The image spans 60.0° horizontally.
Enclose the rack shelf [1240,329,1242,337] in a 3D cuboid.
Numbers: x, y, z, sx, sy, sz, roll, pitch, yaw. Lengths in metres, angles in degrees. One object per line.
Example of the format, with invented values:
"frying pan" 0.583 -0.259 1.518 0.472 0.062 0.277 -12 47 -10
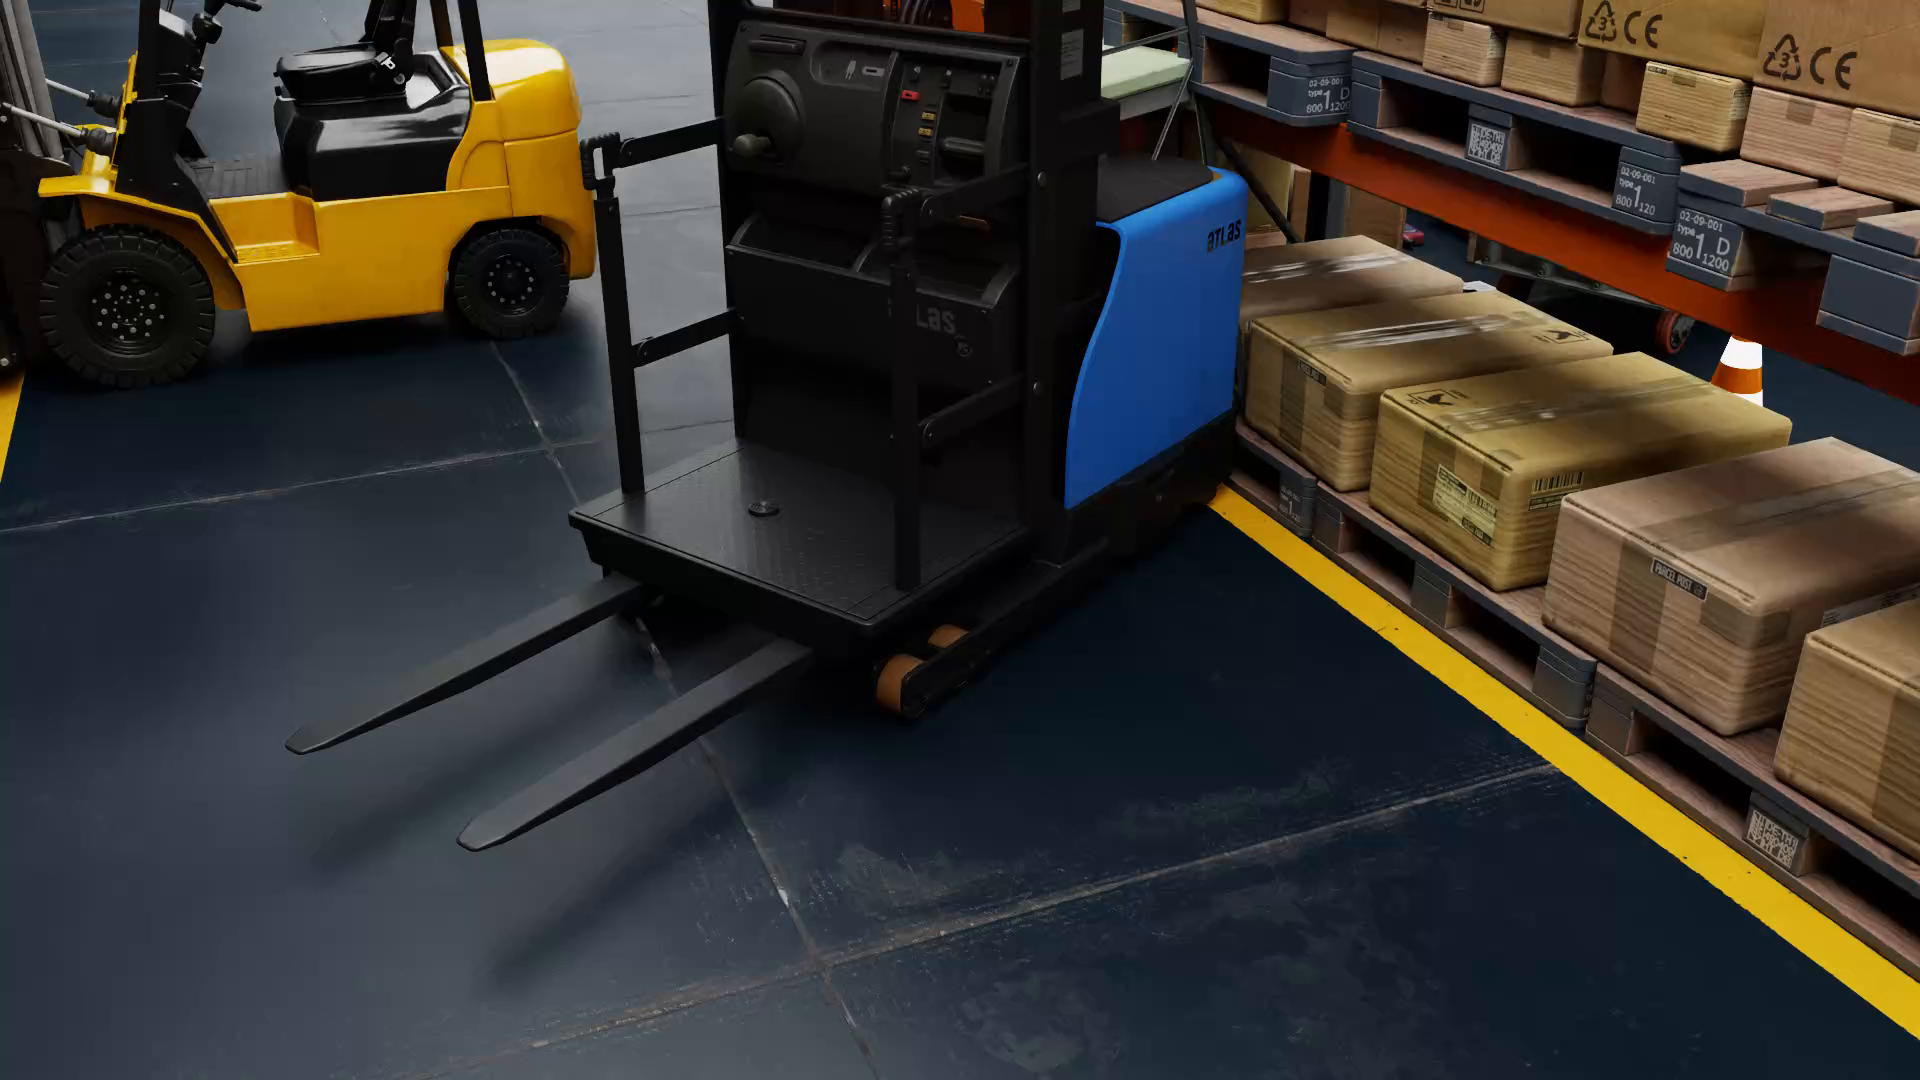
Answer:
"rack shelf" 0.604 -0.768 5.740 0.431 0.370 0.720 -20 27 -14

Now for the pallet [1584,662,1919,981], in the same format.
"pallet" 2.263 0.559 3.864 1.003 0.211 1.213 -11 28 -21

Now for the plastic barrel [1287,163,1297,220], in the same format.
"plastic barrel" 1.637 -1.876 8.610 0.512 0.421 0.421 8 27 15

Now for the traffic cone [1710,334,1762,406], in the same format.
"traffic cone" 2.775 -0.593 5.937 0.336 0.463 0.334 -11 28 -21

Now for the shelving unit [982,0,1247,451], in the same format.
"shelving unit" 0.539 -1.055 5.599 0.431 1.500 0.755 -20 27 -14

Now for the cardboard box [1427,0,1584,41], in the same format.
"cardboard box" 1.510 -1.512 3.996 0.500 0.500 0.500 -12 28 -23

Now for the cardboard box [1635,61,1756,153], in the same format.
"cardboard box" 1.700 -0.947 3.579 0.380 0.149 0.250 -10 28 -20

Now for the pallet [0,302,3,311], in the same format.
"pallet" -4.319 -0.707 6.457 1.003 0.211 1.213 -11 28 -21

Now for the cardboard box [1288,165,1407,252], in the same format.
"cardboard box" 1.834 -1.537 7.825 0.500 0.500 0.500 8 27 15

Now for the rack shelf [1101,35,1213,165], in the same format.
"rack shelf" 0.460 -1.397 5.430 0.431 0.370 0.720 -20 27 -14

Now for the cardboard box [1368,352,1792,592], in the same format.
"cardboard box" 1.768 -0.219 4.797 0.950 0.372 0.625 -10 28 -19

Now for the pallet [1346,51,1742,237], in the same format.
"pallet" 1.755 -1.084 4.270 1.003 0.211 1.213 -11 28 -21

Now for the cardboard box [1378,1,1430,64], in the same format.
"cardboard box" 1.356 -1.376 4.458 0.380 0.149 0.250 -10 28 -20

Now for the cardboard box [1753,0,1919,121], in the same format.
"cardboard box" 1.922 -1.088 3.128 0.500 0.500 0.500 -11 28 -21

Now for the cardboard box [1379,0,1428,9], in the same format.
"cardboard box" 1.299 -1.718 4.417 0.500 0.500 0.500 -11 28 -21

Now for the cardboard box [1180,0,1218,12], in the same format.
"cardboard box" 0.927 -1.791 5.308 0.380 0.149 0.250 -10 28 -20

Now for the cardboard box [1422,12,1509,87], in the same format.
"cardboard box" 1.412 -1.260 4.220 0.380 0.149 0.250 -9 28 -19

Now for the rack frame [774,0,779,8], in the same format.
"rack frame" -0.565 -3.608 9.220 1.000 3.000 0.127 -11 28 -21

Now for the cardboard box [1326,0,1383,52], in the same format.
"cardboard box" 1.260 -1.477 4.663 0.380 0.149 0.250 -10 28 -20

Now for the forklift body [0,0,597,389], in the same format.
"forklift body" -2.710 -1.920 6.731 2.313 2.155 1.214 -11 28 -21

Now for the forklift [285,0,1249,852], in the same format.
"forklift" -0.372 -1.097 4.156 1.130 2.935 3.031 18 31 32

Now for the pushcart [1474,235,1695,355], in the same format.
"pushcart" 3.080 -1.226 7.332 1.648 0.377 0.936 -22 34 -38

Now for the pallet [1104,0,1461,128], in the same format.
"pallet" 1.167 -1.573 5.272 1.003 0.211 1.213 -11 28 -21

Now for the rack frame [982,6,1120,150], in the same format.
"rack frame" 0.410 -1.182 5.917 0.400 1.500 0.023 -20 27 -14

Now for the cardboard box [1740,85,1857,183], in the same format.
"cardboard box" 1.820 -0.839 3.356 0.380 0.149 0.250 -12 28 -23

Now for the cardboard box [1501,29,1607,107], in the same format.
"cardboard box" 1.543 -1.158 4.010 0.380 0.149 0.250 -12 28 -22

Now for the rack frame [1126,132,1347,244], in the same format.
"rack frame" 1.001 -1.993 5.913 1.000 3.000 0.127 -11 28 -21

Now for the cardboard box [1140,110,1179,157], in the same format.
"cardboard box" 0.523 -1.476 6.654 0.500 0.500 0.500 -11 28 -21

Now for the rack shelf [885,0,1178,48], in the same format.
"rack shelf" 0.218 -2.477 7.724 1.077 0.370 4.000 -11 28 -21

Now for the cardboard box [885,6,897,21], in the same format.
"cardboard box" -0.494 -2.515 8.783 0.500 0.500 0.500 -12 28 -22

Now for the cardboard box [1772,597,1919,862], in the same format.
"cardboard box" 2.356 0.384 3.561 0.950 0.372 0.625 -13 29 -24

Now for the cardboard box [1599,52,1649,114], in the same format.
"cardboard box" 1.717 -1.070 3.831 0.380 0.149 0.250 -10 28 -20

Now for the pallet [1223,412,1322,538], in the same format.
"pallet" 1.308 -0.426 5.881 1.003 0.211 1.213 -11 28 -21

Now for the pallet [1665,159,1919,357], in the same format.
"pallet" 2.191 -0.561 3.199 1.213 0.211 1.003 -11 28 -21

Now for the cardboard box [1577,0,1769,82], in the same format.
"cardboard box" 1.723 -1.291 3.545 0.500 0.500 0.500 -13 29 -24

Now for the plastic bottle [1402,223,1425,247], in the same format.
"plastic bottle" 2.222 -1.516 8.284 0.133 0.061 0.283 -6 27 -12

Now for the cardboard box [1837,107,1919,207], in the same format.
"cardboard box" 1.912 -0.736 3.145 0.380 0.149 0.250 -11 28 -21

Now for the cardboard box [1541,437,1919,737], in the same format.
"cardboard box" 2.059 0.088 4.168 0.950 0.372 0.625 -11 28 -22

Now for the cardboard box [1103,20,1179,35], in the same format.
"cardboard box" 0.595 -1.957 6.126 0.380 0.149 0.250 -11 28 -21

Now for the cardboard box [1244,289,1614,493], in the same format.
"cardboard box" 1.494 -0.500 5.371 0.950 0.372 0.625 -9 27 -17

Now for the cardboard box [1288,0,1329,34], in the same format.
"cardboard box" 1.198 -1.588 4.891 0.380 0.149 0.250 -9 27 -17

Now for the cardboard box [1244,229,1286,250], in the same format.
"cardboard box" 1.019 -1.231 7.007 0.500 0.250 0.500 -12 28 -23

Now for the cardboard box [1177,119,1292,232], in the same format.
"cardboard box" 1.019 -1.568 6.842 0.500 0.500 0.500 -9 27 -18

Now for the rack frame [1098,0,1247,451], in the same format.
"rack frame" 0.667 -0.927 5.281 0.400 1.500 0.023 -20 27 -14

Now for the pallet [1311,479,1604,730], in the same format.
"pallet" 1.789 0.068 4.871 1.003 0.211 1.213 -11 28 -21

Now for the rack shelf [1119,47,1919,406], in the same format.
"rack shelf" 1.785 -0.862 4.417 1.077 0.370 4.000 -11 28 -21

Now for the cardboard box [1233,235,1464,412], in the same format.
"cardboard box" 1.209 -0.789 5.964 0.950 0.372 0.625 -10 28 -20

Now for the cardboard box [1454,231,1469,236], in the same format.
"cardboard box" 2.826 -1.897 8.406 0.797 0.637 0.503 -11 28 -21

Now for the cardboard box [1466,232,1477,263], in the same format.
"cardboard box" 2.657 -1.462 7.942 0.396 0.266 0.258 13 29 24

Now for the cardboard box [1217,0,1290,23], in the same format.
"cardboard box" 1.017 -1.689 5.098 0.380 0.149 0.250 -10 28 -20

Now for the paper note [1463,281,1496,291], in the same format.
"paper note" 2.364 -1.166 7.603 0.148 0.019 0.142 -11 28 -21
